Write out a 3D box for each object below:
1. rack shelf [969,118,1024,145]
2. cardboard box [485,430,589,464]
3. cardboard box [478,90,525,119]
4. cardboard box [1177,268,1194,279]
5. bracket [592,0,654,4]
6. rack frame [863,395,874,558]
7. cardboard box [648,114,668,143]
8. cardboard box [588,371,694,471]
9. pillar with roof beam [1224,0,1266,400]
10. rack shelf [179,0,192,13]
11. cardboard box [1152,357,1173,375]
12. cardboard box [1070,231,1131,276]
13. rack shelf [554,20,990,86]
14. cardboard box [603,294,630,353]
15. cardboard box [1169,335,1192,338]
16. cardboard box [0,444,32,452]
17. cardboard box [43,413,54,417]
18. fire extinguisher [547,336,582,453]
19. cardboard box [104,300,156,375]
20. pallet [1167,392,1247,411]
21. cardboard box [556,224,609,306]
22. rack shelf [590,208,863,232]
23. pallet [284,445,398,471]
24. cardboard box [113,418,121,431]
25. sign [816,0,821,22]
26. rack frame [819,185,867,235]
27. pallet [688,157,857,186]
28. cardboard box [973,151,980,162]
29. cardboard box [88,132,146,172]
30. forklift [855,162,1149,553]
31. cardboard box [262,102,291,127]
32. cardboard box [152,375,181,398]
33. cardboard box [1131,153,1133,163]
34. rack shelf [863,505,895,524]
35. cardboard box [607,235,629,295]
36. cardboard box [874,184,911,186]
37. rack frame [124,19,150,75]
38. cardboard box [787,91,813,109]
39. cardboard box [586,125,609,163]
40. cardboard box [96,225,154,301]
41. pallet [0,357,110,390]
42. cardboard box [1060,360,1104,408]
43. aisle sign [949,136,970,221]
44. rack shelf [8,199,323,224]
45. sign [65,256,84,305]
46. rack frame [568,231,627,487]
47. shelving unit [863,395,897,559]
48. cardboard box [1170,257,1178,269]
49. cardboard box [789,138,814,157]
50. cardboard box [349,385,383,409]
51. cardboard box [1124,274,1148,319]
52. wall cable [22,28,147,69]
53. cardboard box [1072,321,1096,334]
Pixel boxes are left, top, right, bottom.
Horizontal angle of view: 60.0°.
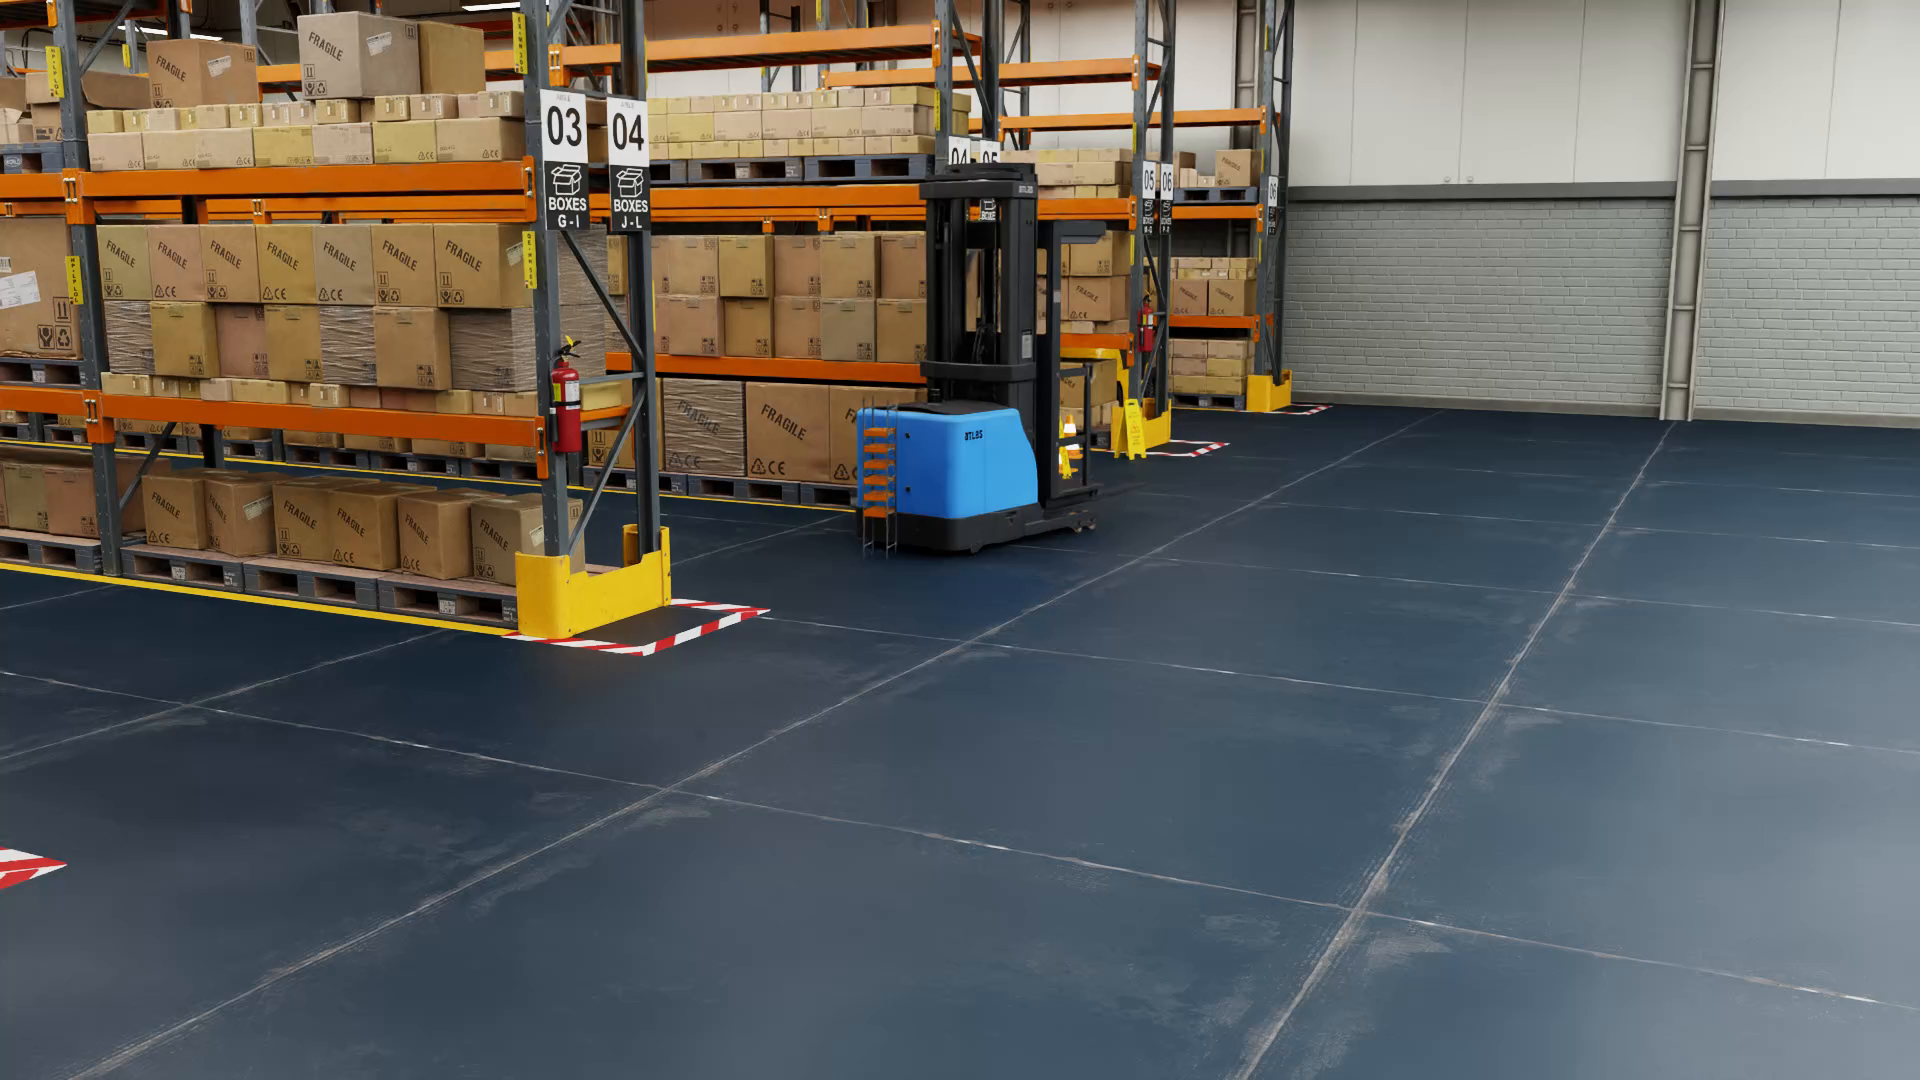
[{"bbox_3d":[-1.023,-6.228,25.517,4.000,0.370,1.077,5,11,26],"label":"rack shelf"},{"bbox_3d":[-4.118,-1.212,16.641,0.750,0.750,1.050,5,11,26],"label":"cardboard box"},{"bbox_3d":[-2.607,-2.549,9.769,0.250,0.149,0.380,5,11,26],"label":"cardboard box"},{"bbox_3d":[3.258,-3.772,23.546,0.250,0.149,0.380,5,11,25],"label":"cardboard box"},{"bbox_3d":[-4.088,-8.928,27.185,4.783,0.066,0.076,5,11,26],"label":"bracket"},{"bbox_3d":[-0.687,-0.477,12.482,0.006,1.200,0.240,3,10,15],"label":"rack frame"},{"bbox_3d":[-2.754,-3.759,15.282,0.500,0.250,0.500,5,11,25],"label":"cardboard box"},{"bbox_3d":[-2.988,-1.178,16.103,0.875,0.875,0.875,5,11,27],"label":"cardboard box"},{"bbox_3d":[2.228,-5.817,20.105,0.400,9.000,9.100,5,11,26],"label":"pillar with roof beam"},{"bbox_3d":[-4.013,-3.732,10.613,4.000,0.370,1.077,5,11,26],"label":"rack shelf"},{"bbox_3d":[2.866,-2.521,23.873,0.500,0.250,0.500,5,11,25],"label":"cardboard box"},{"bbox_3d":[1.611,-3.254,18.863,0.500,0.500,0.700,5,11,24],"label":"cardboard box"},{"bbox_3d":[-1.728,-4.321,14.982,4.000,0.370,1.077,5,11,26],"label":"rack shelf"},{"bbox_3d":[-3.185,-2.124,16.124,0.550,0.550,0.875,5,11,26],"label":"cardboard box"},{"bbox_3d":[3.117,-2.848,24.276,0.500,0.250,0.500,5,11,25],"label":"cardboard box"},{"bbox_3d":[-7.770,-0.460,13.134,0.500,0.500,0.700,6,12,31],"label":"cardboard box"},{"bbox_3d":[-11.119,-1.613,20.545,0.250,0.149,0.380,5,12,27],"label":"cardboard box"},{"bbox_3d":[-2.321,-0.858,9.763,0.183,0.674,0.296,5,11,26],"label":"fire extinguisher"},{"bbox_3d":[-5.431,-1.444,11.668,0.500,0.500,0.875,5,11,26],"label":"cardboard box"},{"bbox_3d":[3.654,-2.035,23.884,1.213,0.211,1.003,5,11,26],"label":"pallet"},{"bbox_3d":[-2.592,-1.753,10.568,0.500,0.500,0.500,5,11,26],"label":"cardboard box"},{"bbox_3d":[-3.215,-4.156,21.367,4.000,0.370,1.077,5,11,26],"label":"rack shelf"},{"bbox_3d":[-6.435,-0.947,17.867,1.213,0.211,1.003,5,11,26],"label":"pallet"},{"bbox_3d":[-9.675,-1.543,19.171,0.500,0.500,0.500,6,12,28],"label":"cardboard box"},{"bbox_3d":[-1.662,-6.277,19.575,0.005,0.325,0.100,5,11,26],"label":"sign"},{"bbox_3d":[-1.422,-2.876,20.699,0.127,3.000,1.000,5,11,26],"label":"rack frame"},{"bbox_3d":[-1.702,-3.348,15.130,1.213,0.211,1.003,5,11,26],"label":"pallet"},{"bbox_3d":[0.341,-4.401,19.167,0.250,0.149,0.380,5,12,27],"label":"cardboard box"},{"bbox_3d":[-5.517,-2.619,11.279,0.500,0.250,0.500,5,11,24],"label":"cardboard box"},{"bbox_3d":[0.487,-1.554,13.586,1.130,2.935,3.031,8,13,37],"label":"forklift"},{"bbox_3d":[-4.220,-2.705,10.635,0.250,0.149,0.380,5,12,27],"label":"cardboard box"},{"bbox_3d":[-5.292,-1.068,11.413,0.250,0.149,0.380,5,11,26],"label":"cardboard box"},{"bbox_3d":[1.937,-4.366,18.977,0.250,0.149,0.380,5,11,25],"label":"cardboard box"},{"bbox_3d":[-0.602,-0.192,12.508,0.180,0.103,0.258,3,10,15],"label":"rack shelf"},{"bbox_3d":[-3.206,-2.648,15.987,0.550,0.550,0.875,5,11,26],"label":"cardboard box"},{"bbox_3d":[-0.682,-4.307,19.769,0.500,0.250,0.500,5,11,25],"label":"cardboard box"},{"bbox_3d":[-12.183,-6.774,25.390,0.127,3.000,1.000,5,11,26],"label":"rack frame"},{"bbox_3d":[-1.296,-3.816,14.473,0.250,0.149,0.380,5,11,26],"label":"cardboard box"},{"bbox_3d":[-2.537,-2.460,10.397,0.500,0.250,0.500,5,12,28],"label":"cardboard box"},{"bbox_3d":[-5.516,-1.905,11.409,0.500,0.500,0.500,5,11,26],"label":"cardboard box"},{"bbox_3d":[-6.428,-1.282,12.432,1.213,0.211,1.003,5,11,26],"label":"pallet"},{"bbox_3d":[1.331,-1.805,19.217,0.500,0.500,0.500,5,11,26],"label":"cardboard box"},{"bbox_3d":[-0.004,-2.988,14.018,0.004,0.787,0.394,5,11,26],"label":"aisle sign"},{"bbox_3d":[-8.902,-3.672,18.696,4.000,0.370,1.077,5,11,26],"label":"rack shelf"},{"bbox_3d":[-6.049,-1.774,11.360,0.005,0.325,0.100,5,11,26],"label":"sign"},{"bbox_3d":[-3.522,-2.078,16.287,0.127,3.000,1.000,5,11,26],"label":"rack frame"},{"bbox_3d":[-0.599,-0.472,12.459,0.189,1.200,0.258,3,10,15],"label":"shelving unit"},{"bbox_3d":[2.989,-3.928,23.576,0.250,0.149,0.380,5,12,27],"label":"cardboard box"},{"bbox_3d":[-1.296,-3.423,14.543,0.250,0.149,0.380,5,11,25],"label":"cardboard box"},{"bbox_3d":[-3.695,-0.940,10.707,0.250,0.149,0.380,5,11,26],"label":"cardboard box"},{"bbox_3d":[1.863,-2.838,19.373,0.500,0.500,0.500,5,11,25],"label":"cardboard box"},{"bbox_3d":[-15.807,-7.757,30.719,0.133,3.039,2.988,5,11,26],"label":"wall cable"},{"bbox_3d":[1.459,-2.435,18.966,0.250,0.149,0.380,5,11,25],"label":"cardboard box"}]
